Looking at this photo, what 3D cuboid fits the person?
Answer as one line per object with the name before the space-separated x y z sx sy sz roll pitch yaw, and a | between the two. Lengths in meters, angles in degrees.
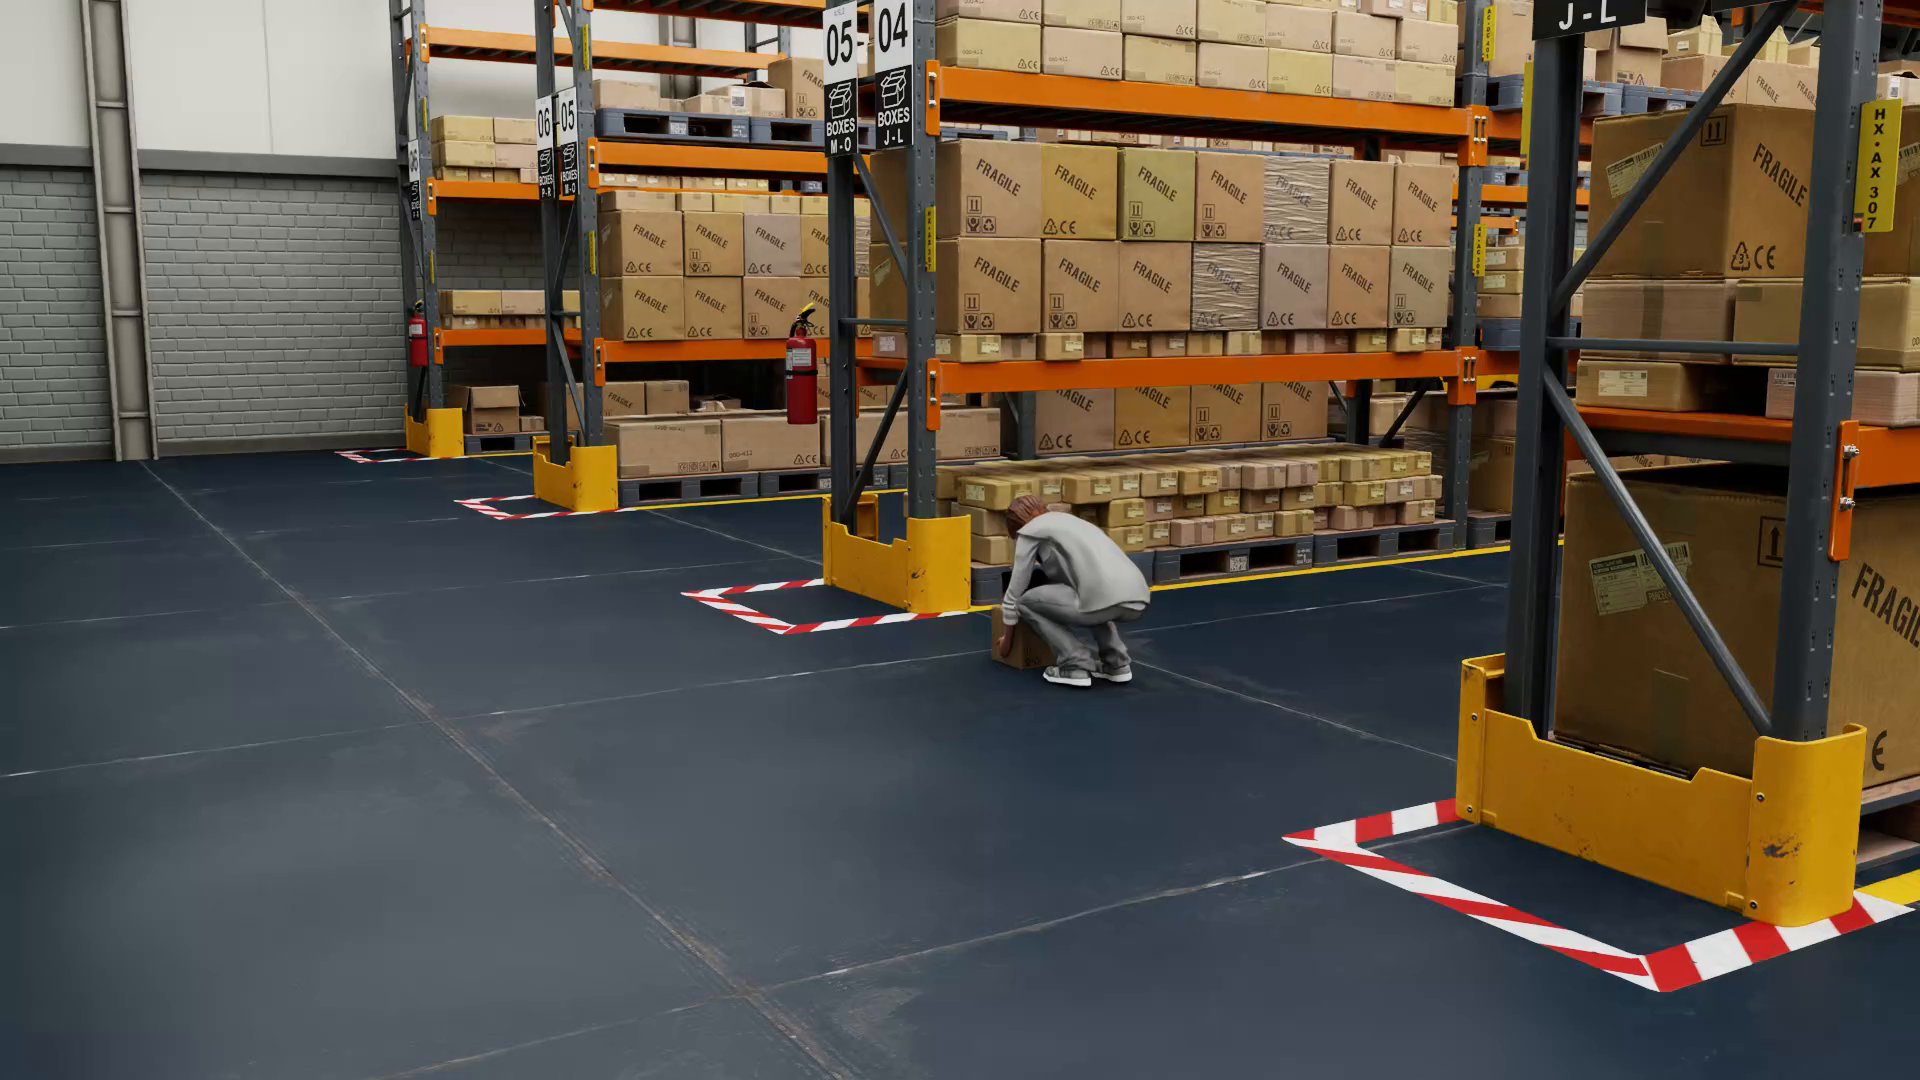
person | 0.487 0.220 7.230 0.435 0.772 0.804 -5 10 -31
